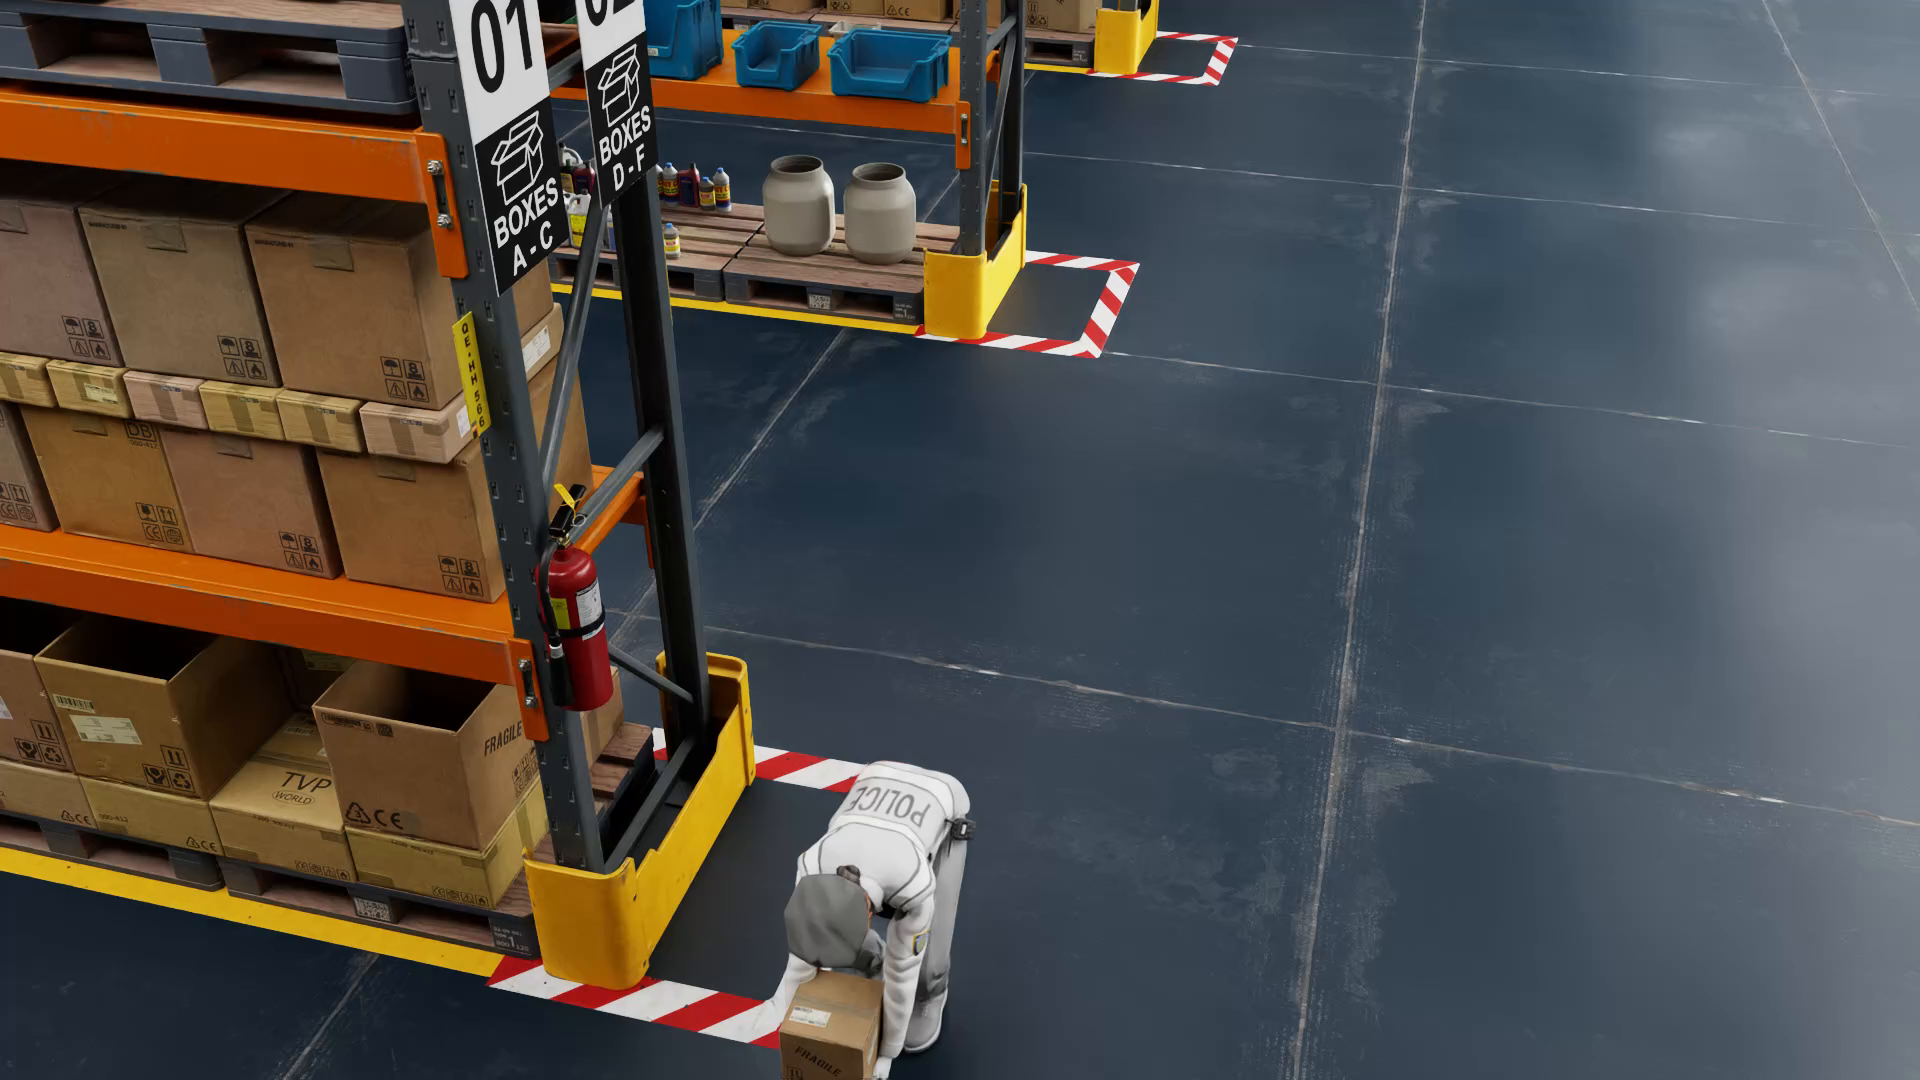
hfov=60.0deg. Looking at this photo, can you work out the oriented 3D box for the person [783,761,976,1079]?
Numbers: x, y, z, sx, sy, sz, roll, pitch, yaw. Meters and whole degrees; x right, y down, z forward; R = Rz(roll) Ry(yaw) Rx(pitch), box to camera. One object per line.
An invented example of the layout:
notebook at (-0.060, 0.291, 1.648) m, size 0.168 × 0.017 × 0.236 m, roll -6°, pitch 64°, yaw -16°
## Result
person at (-0.251, 1.161, 4.975) m, size 0.453 × 0.990 × 0.916 m, roll 11°, pitch 35°, yaw 16°
